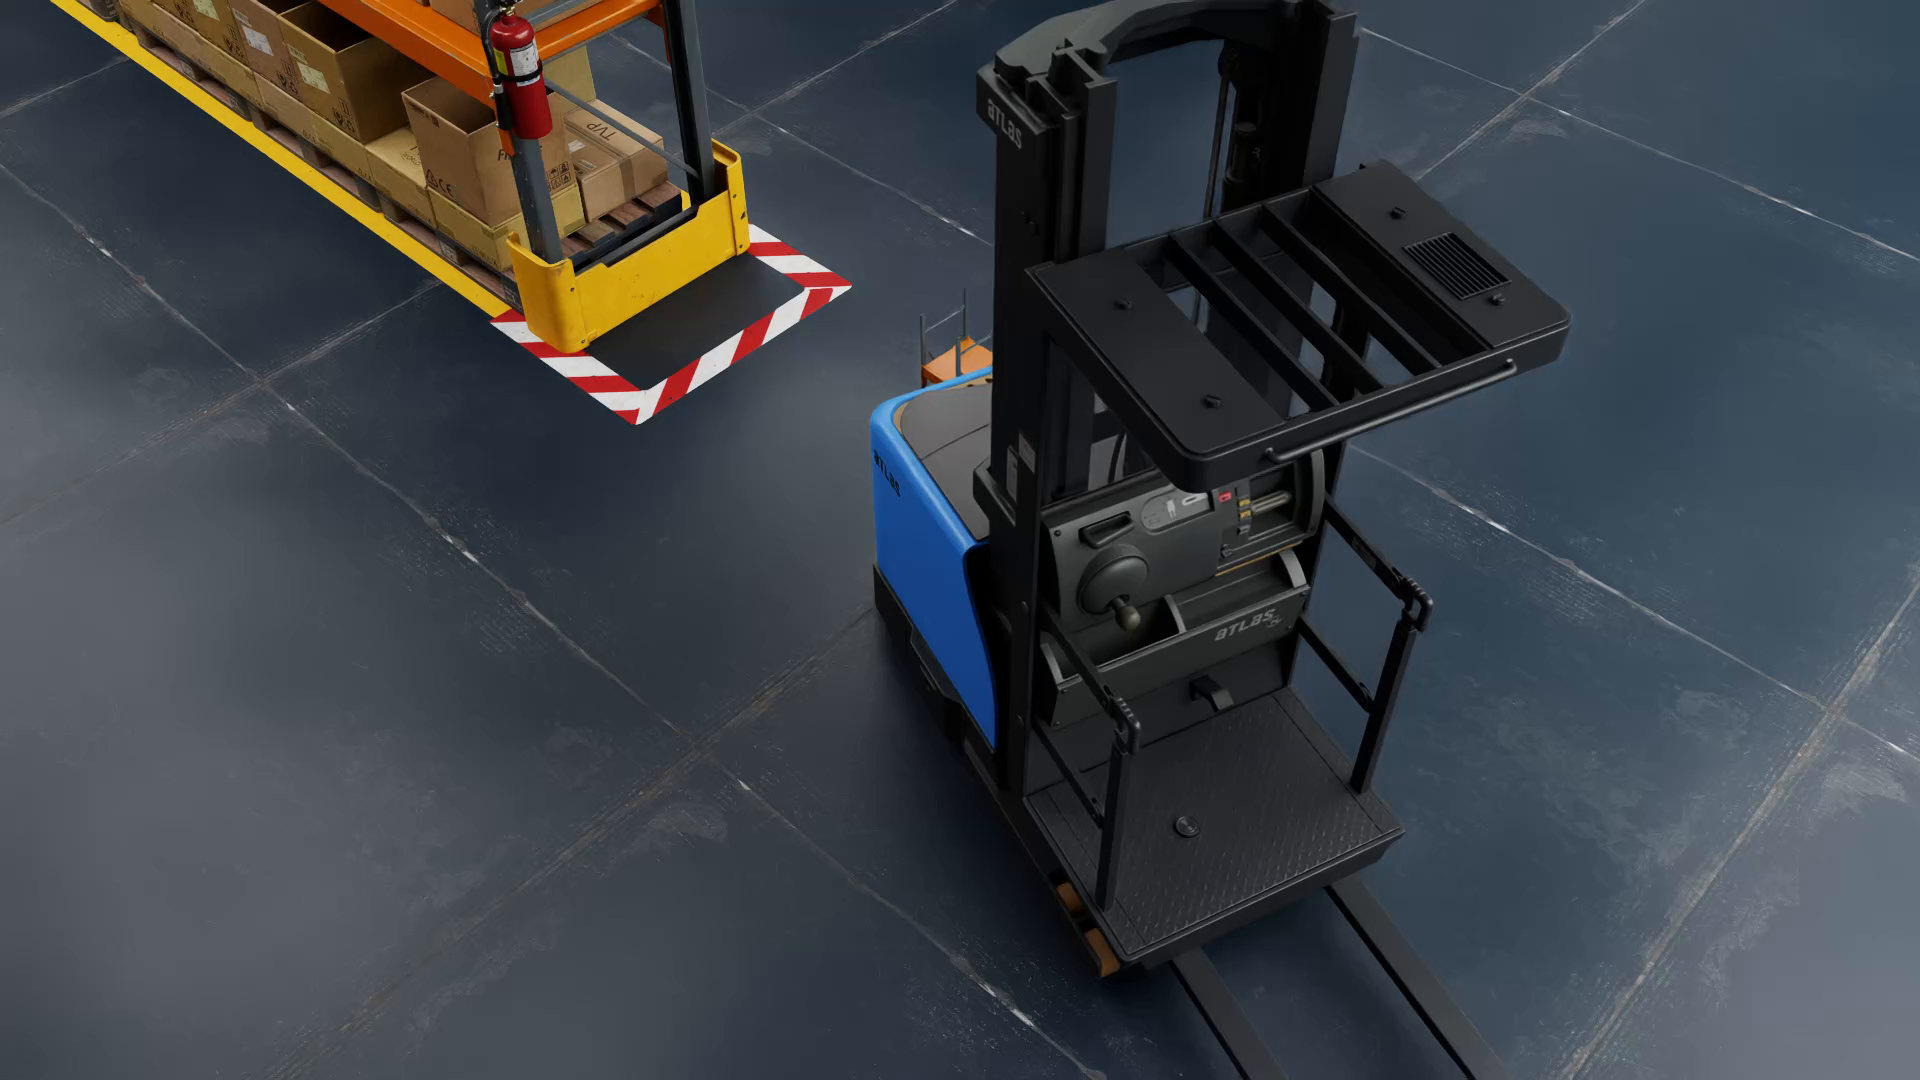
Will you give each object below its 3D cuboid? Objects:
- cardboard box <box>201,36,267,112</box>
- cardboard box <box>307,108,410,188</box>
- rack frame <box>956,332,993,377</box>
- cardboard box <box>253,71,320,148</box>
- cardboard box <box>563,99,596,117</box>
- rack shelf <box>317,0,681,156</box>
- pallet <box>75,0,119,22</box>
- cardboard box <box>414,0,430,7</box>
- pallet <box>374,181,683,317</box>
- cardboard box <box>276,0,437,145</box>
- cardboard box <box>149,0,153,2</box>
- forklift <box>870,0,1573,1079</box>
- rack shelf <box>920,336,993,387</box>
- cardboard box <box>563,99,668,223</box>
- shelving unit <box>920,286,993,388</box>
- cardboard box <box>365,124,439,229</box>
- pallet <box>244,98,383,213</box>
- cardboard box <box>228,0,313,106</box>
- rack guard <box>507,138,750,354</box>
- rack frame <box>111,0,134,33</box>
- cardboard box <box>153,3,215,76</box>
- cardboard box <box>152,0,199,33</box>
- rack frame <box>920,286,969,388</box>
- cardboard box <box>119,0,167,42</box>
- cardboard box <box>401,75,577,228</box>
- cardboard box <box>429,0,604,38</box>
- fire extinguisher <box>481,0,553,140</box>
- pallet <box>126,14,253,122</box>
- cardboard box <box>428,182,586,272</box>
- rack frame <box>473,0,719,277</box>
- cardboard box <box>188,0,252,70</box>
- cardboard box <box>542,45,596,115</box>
[{"bbox_3d":[-3.627,-2.563,8.806,0.500,0.250,0.500,34,55,28],"label":"cardboard box"},{"bbox_3d":[-2.889,-2.071,8.344,0.500,0.250,0.500,34,55,28],"label":"cardboard box"},{"bbox_3d":[0.072,-0.361,6.375,0.240,1.200,0.006,-35,56,-29],"label":"rack frame"},{"bbox_3d":[-3.256,-2.319,8.577,0.500,0.250,0.500,34,55,28],"label":"cardboard box"},{"bbox_3d":[-2.164,-2.107,8.377,0.500,0.250,0.500,34,55,28],"label":"cardboard box"},{"bbox_3d":[-3.021,-3.017,8.127,4.000,0.370,1.077,34,55,28],"label":"rack shelf"},{"bbox_3d":[-5.058,-3.641,10.133,1.213,0.211,1.003,34,55,28],"label":"pallet"},{"bbox_3d":[-2.274,-2.804,7.365,0.500,0.500,0.700,35,56,29],"label":"cardboard box"},{"bbox_3d":[-2.141,-1.676,8.287,1.213,0.211,1.003,34,55,28],"label":"pallet"},{"bbox_3d":[-2.892,-2.326,8.069,0.500,0.500,0.500,34,55,28],"label":"cardboard box"},{"bbox_3d":[-4.362,-3.315,8.997,0.500,0.500,0.500,34,55,28],"label":"cardboard box"},{"bbox_3d":[0.779,0.062,4.790,1.130,2.935,3.031,-20,50,-18],"label":"forklift"},{"bbox_3d":[0.008,-0.625,6.189,0.258,0.103,0.180,-35,56,-29],"label":"rack shelf"},{"bbox_3d":[-1.794,-1.861,8.147,0.500,0.250,0.500,34,55,28],"label":"cardboard box"},{"bbox_3d":[0.008,-0.409,6.420,0.258,1.200,0.189,-35,56,-29],"label":"shelving unit"},{"bbox_3d":[-2.521,-1.825,8.112,0.500,0.250,0.500,34,55,28],"label":"cardboard box"},{"bbox_3d":[-3.033,-2.279,8.853,1.213,0.211,1.003,34,55,28],"label":"pallet"},{"bbox_3d":[-3.258,-2.574,8.301,0.500,0.500,0.500,34,55,28],"label":"cardboard box"},{"bbox_3d":[-1.533,-1.407,7.837,0.348,0.500,1.175,34,55,28],"label":"rack guard"},{"bbox_3d":[-4.490,-4.252,8.794,0.127,3.000,1.000,34,55,28],"label":"rack frame"},{"bbox_3d":[-3.991,-2.813,9.040,0.500,0.250,0.500,34,55,28],"label":"cardboard box"},{"bbox_3d":[-3.989,-3.072,8.769,0.500,0.500,0.500,34,55,28],"label":"cardboard box"},{"bbox_3d":[-0.055,-0.457,6.464,0.240,1.200,0.006,-35,56,-29],"label":"rack frame"},{"bbox_3d":[-4.355,-3.063,9.275,0.500,0.250,0.500,34,55,28],"label":"cardboard box"},{"bbox_3d":[-2.147,-1.840,7.612,0.500,0.500,0.500,34,55,28],"label":"cardboard box"},{"bbox_3d":[-1.885,-2.546,7.123,0.500,0.500,0.700,34,55,28],"label":"cardboard box"},{"bbox_3d":[-1.779,-1.941,6.676,0.183,0.674,0.296,34,55,28],"label":"fire extinguisher"},{"bbox_3d":[-3.934,-2.882,9.420,1.213,0.211,1.003,34,55,28],"label":"pallet"},{"bbox_3d":[-2.145,-1.584,7.886,0.500,0.250,0.500,34,55,28],"label":"cardboard box"},{"bbox_3d":[-1.551,-2.275,6.937,0.127,3.000,1.000,34,55,28],"label":"rack frame"},{"bbox_3d":[-3.627,-2.820,8.533,0.500,0.500,0.500,34,55,28],"label":"cardboard box"},{"bbox_3d":[-2.163,-2.364,8.105,0.500,0.500,0.500,34,55,28],"label":"cardboard box"}]
